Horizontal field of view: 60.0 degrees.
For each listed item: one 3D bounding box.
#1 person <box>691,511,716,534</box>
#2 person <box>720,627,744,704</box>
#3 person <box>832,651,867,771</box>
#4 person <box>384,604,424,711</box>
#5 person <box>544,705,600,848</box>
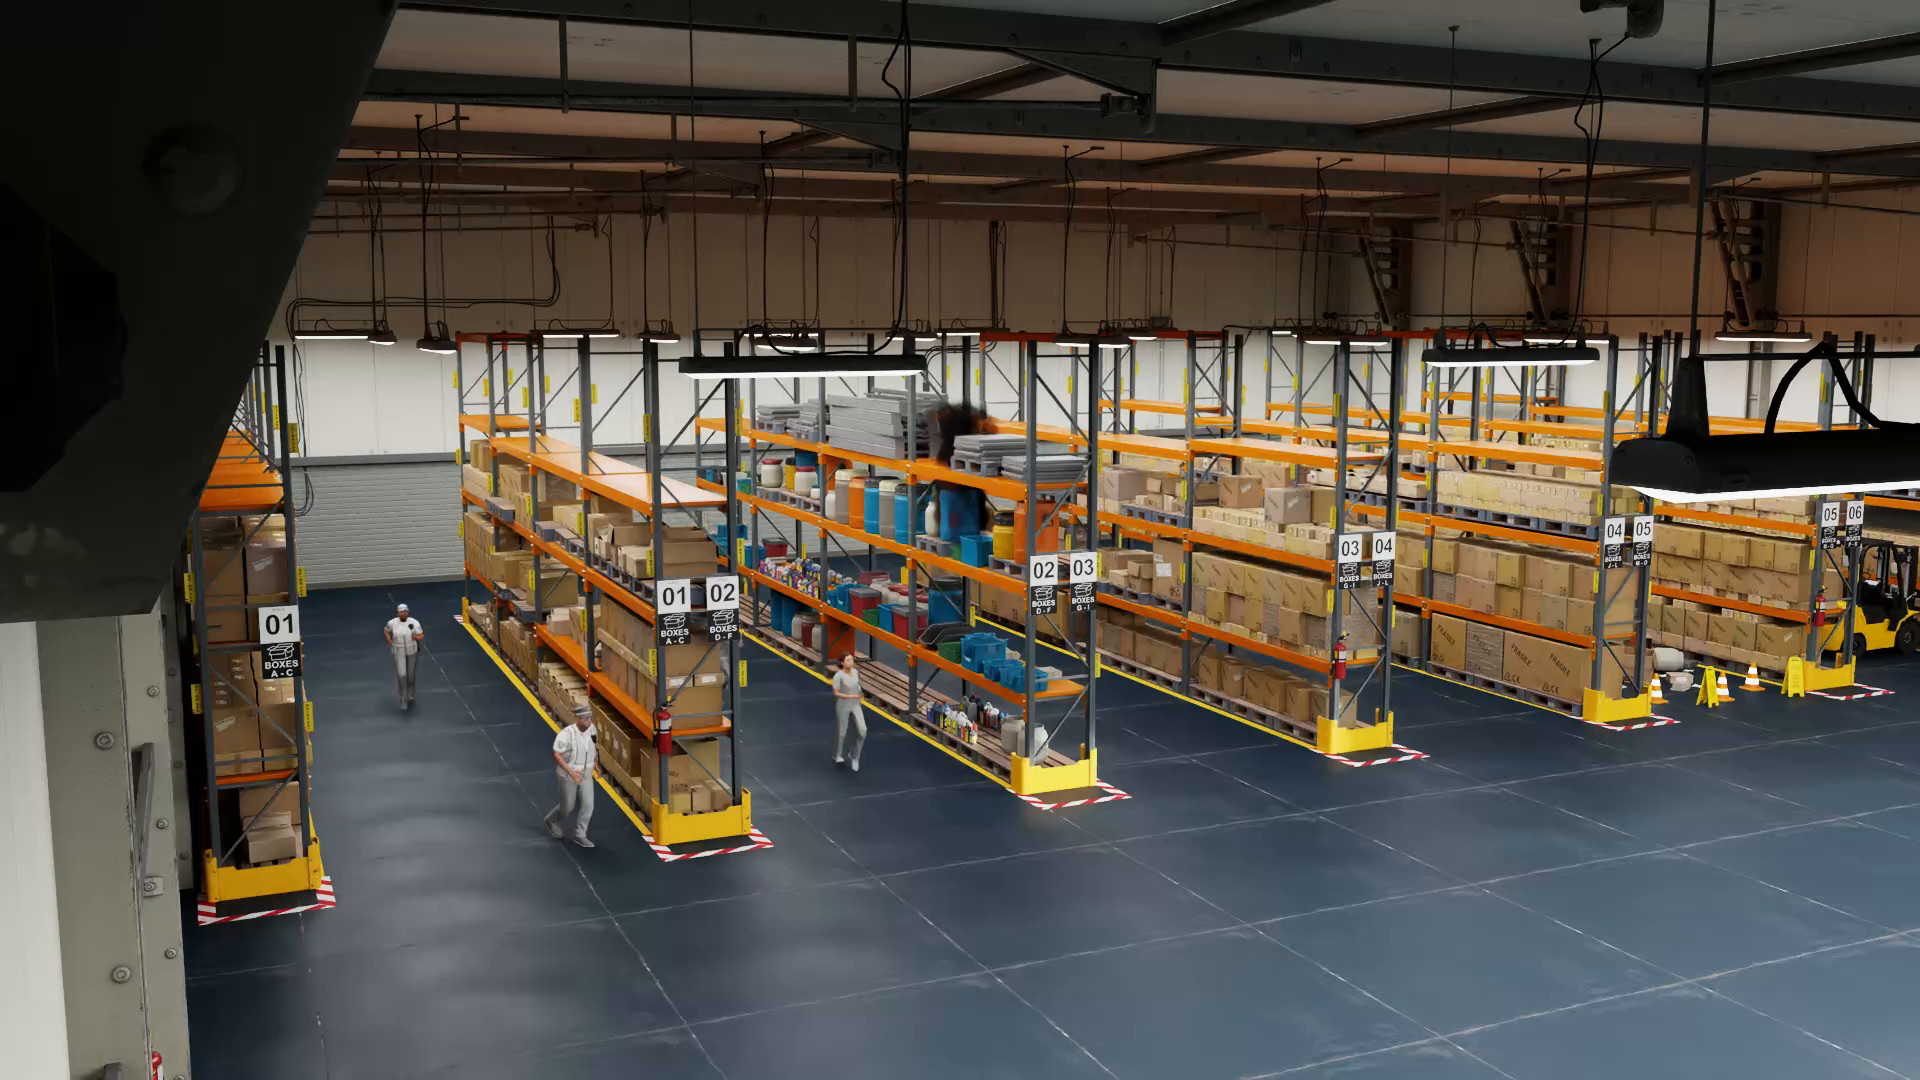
[{"bbox_3d":[-6.260,0.125,40.017,0.821,1.693,0.562,-1,8,-6],"label":"person"},{"bbox_3d":[-3.775,1.947,26.976,0.735,1.526,0.532,7,11,43],"label":"person"},{"bbox_3d":[-1.565,2.384,23.241,0.510,1.690,0.792,-5,9,-31],"label":"person"},{"bbox_3d":[-9.014,1.871,27.020,0.604,1.707,0.739,-3,8,-23],"label":"person"},{"bbox_3d":[-4.664,2.798,20.031,0.806,1.729,0.667,8,11,44],"label":"person"}]
